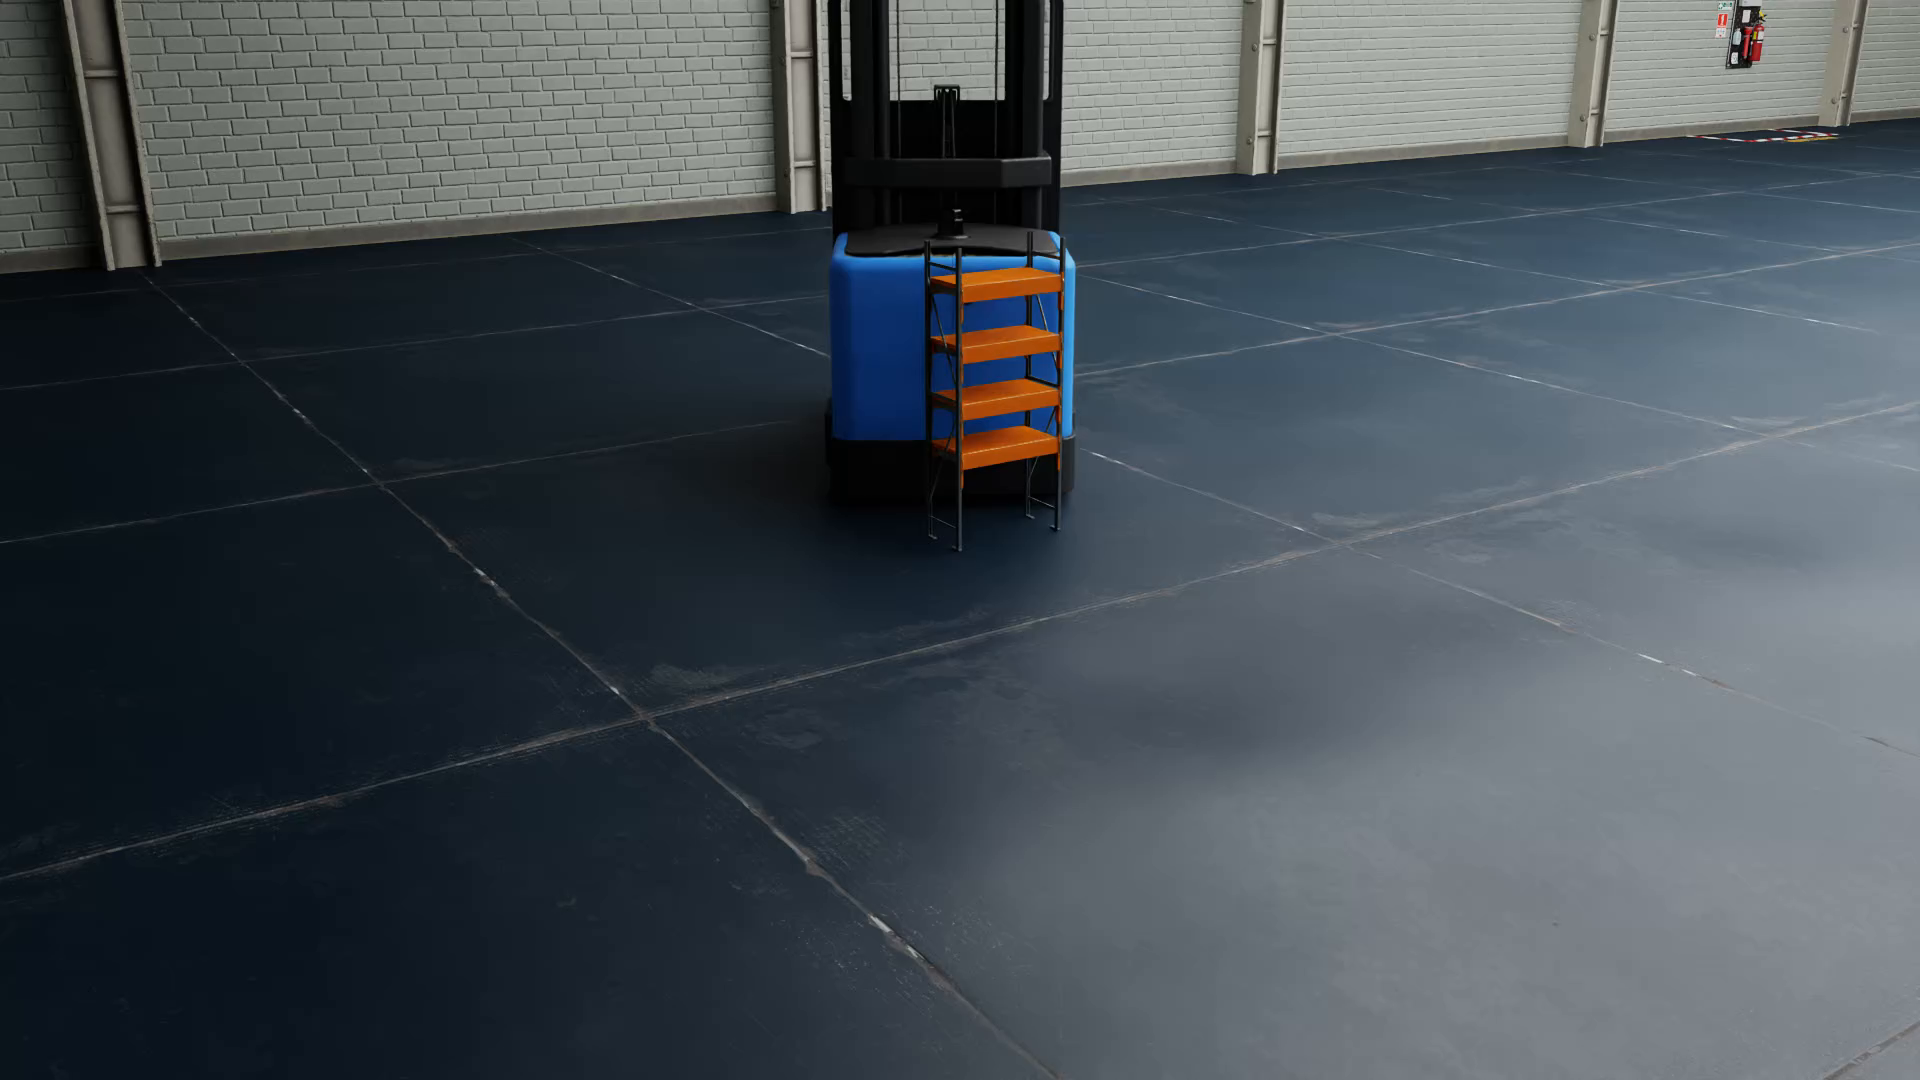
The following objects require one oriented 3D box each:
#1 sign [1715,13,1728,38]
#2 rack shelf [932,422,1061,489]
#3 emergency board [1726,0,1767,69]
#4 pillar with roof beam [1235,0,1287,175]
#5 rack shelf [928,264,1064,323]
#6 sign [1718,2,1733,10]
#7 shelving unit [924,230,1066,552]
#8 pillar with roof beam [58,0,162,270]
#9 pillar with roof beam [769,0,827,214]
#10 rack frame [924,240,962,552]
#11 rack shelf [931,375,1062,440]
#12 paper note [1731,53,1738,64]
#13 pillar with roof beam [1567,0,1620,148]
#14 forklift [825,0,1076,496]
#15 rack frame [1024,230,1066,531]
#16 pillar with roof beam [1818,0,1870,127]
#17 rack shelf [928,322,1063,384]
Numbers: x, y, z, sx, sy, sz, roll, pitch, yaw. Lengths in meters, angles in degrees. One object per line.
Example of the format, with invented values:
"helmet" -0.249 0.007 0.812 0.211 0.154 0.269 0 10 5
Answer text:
"sign" 10.875 -7.347 23.737 0.234 0.329 0.001 -12 22 -31
"rack shelf" 0.138 -0.346 6.724 0.480 0.148 0.258 -12 22 -31
"emergency board" 11.393 -7.400 23.949 0.643 1.169 0.194 -12 22 -31
"pillar with roof beam" 5.824 -7.401 14.587 0.400 9.000 9.100 -12 22 -31
"rack shelf" 0.138 -0.970 6.513 0.480 0.148 0.258 -12 22 -31
"sign" 10.884 -7.596 23.647 0.331 0.109 0.001 -12 22 -31
"shelving unit" 0.138 -0.598 6.639 0.503 1.200 0.258 -12 22 -31
"pillar with roof beam" -4.198 -5.288 8.335 0.400 9.000 9.100 -12 22 -31
"pillar with roof beam" 0.813 -6.345 11.461 0.400 9.000 9.100 -12 22 -31
"rack frame" -0.066 -0.555 6.512 0.015 1.200 0.240 -12 22 -31
"rack shelf" 0.138 -0.534 6.660 0.480 0.148 0.258 -12 22 -31
"paper note" 11.208 -6.970 24.052 0.142 0.148 0.016 -12 22 -31
"pillar with roof beam" 10.835 -8.458 17.713 0.400 9.000 9.100 -12 22 -31
"forklift" -0.075 -1.996 8.071 1.130 2.935 3.031 -1 19 -2
"rack frame" 0.342 -0.641 6.766 0.015 1.200 0.240 -12 22 -31
"pillar with roof beam" 15.846 -9.515 20.839 0.400 9.000 9.100 -12 22 -31
"rack shelf" 0.138 -0.746 6.589 0.480 0.148 0.258 -12 22 -31
